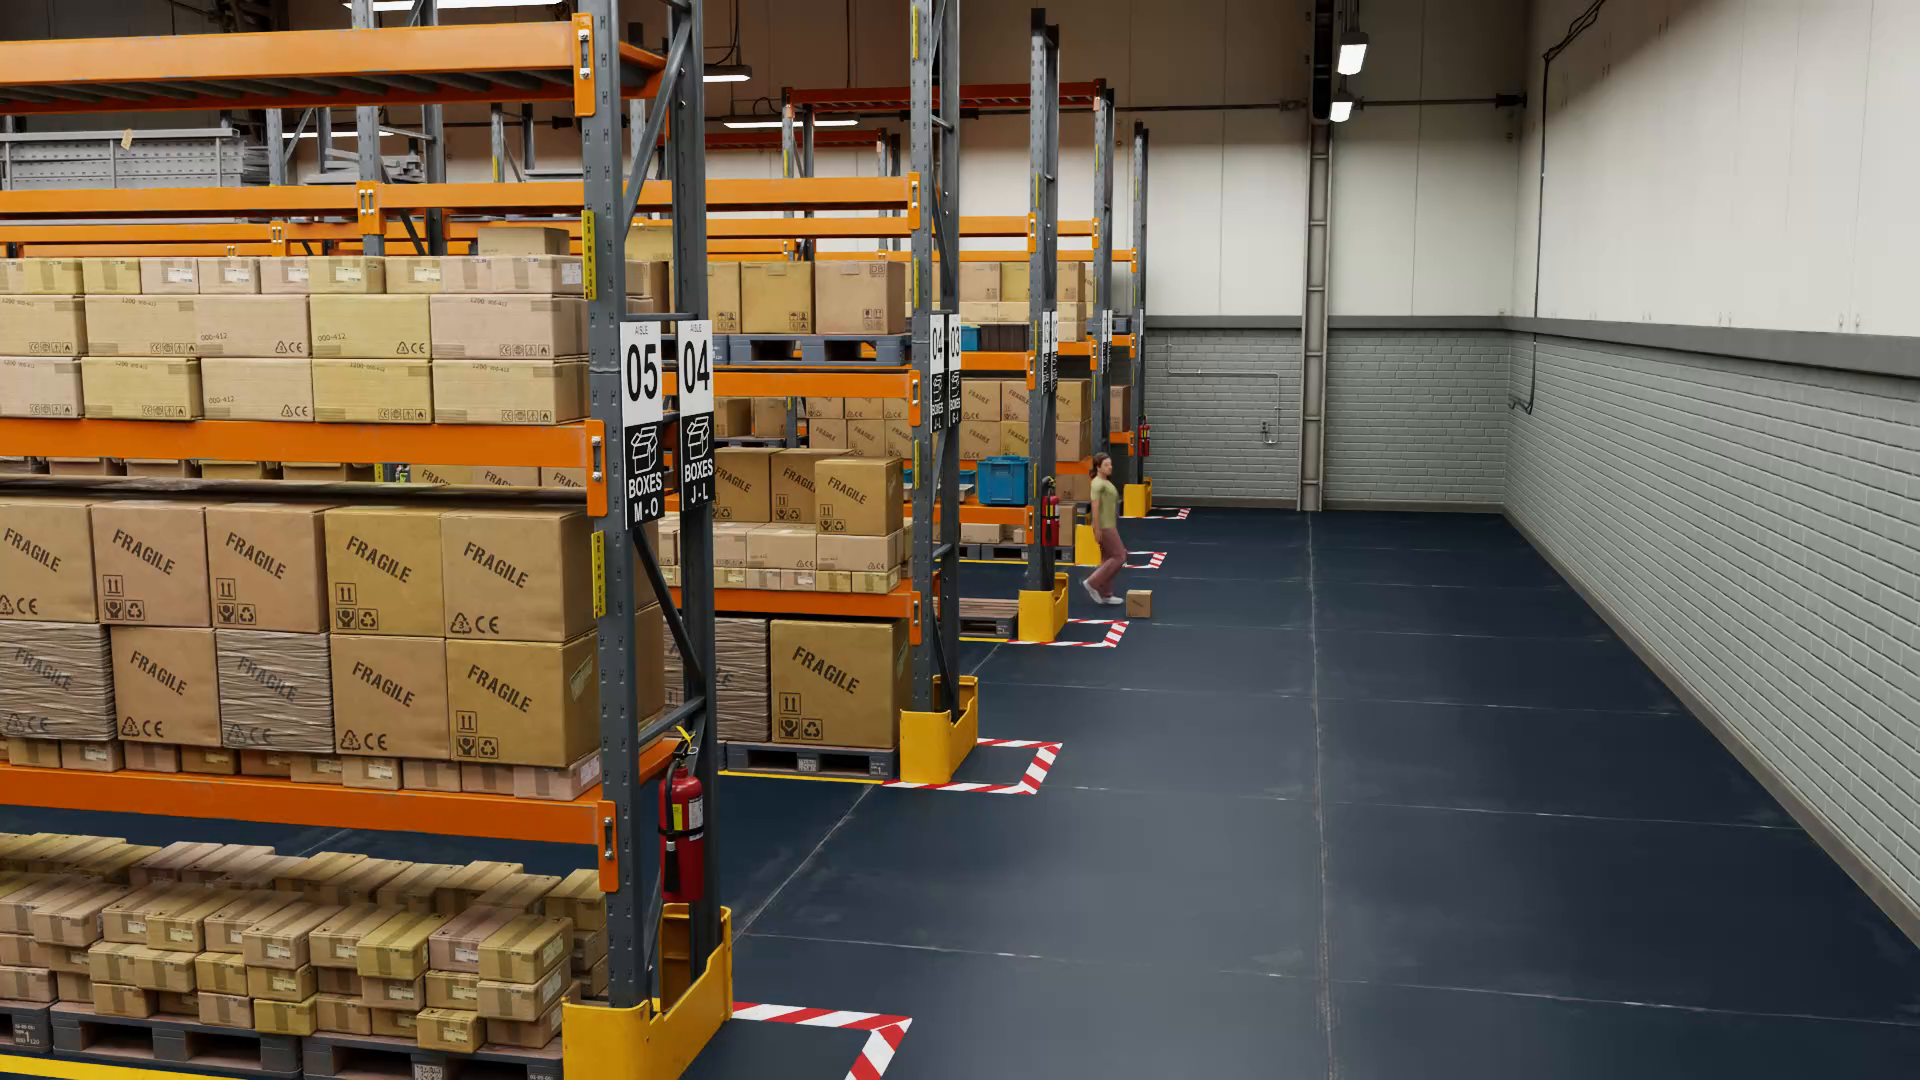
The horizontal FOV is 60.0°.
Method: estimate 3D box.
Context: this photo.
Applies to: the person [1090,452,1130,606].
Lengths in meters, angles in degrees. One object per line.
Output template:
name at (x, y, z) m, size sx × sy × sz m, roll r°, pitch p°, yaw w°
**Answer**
person at (1.628, -0.117, 18.019) m, size 0.469 × 1.666 × 0.455 m, roll 2°, pitch 8°, yaw 15°
